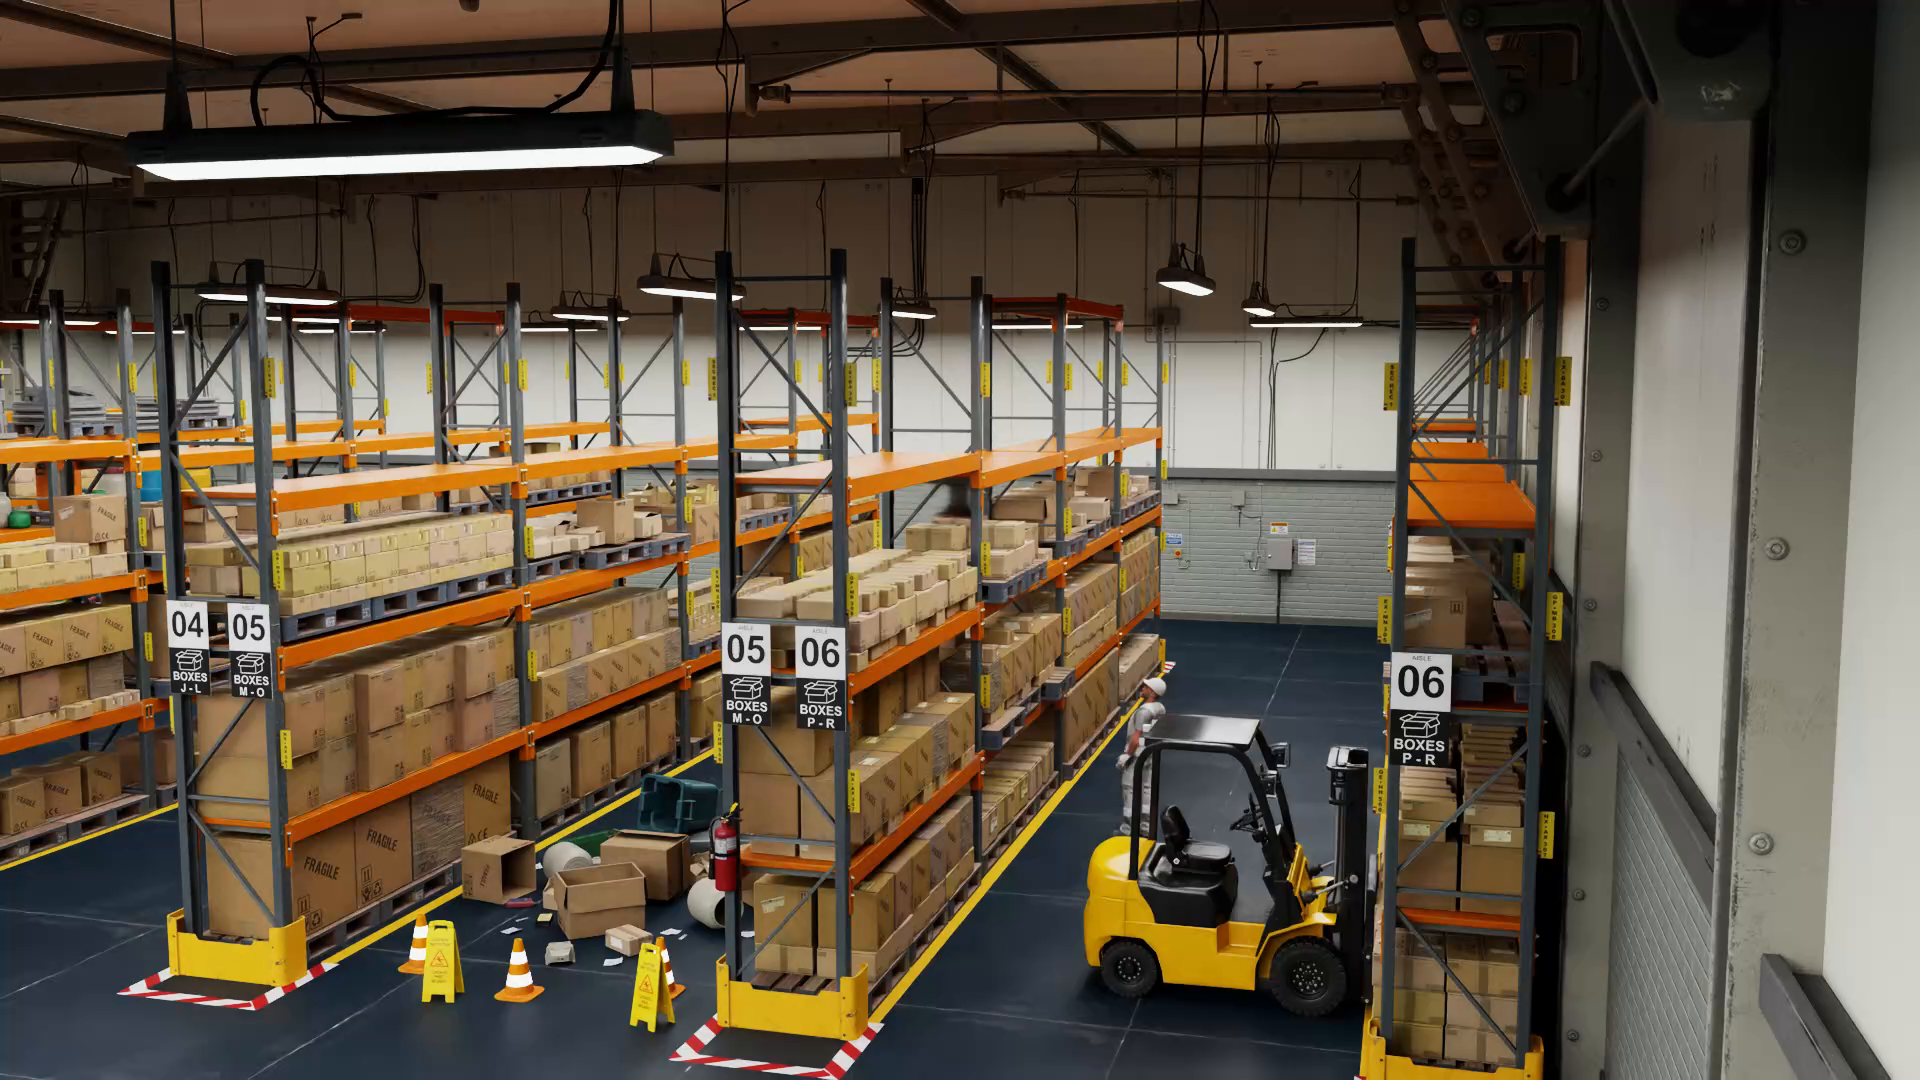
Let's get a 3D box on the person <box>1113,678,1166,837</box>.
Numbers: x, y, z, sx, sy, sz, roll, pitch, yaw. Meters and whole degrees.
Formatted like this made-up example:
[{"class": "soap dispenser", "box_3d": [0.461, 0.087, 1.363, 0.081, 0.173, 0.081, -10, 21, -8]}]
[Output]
[{"class": "person", "box_3d": [1.964, 2.377, 18.173, 0.638, 1.768, 0.482, -6, 8, -43]}]
